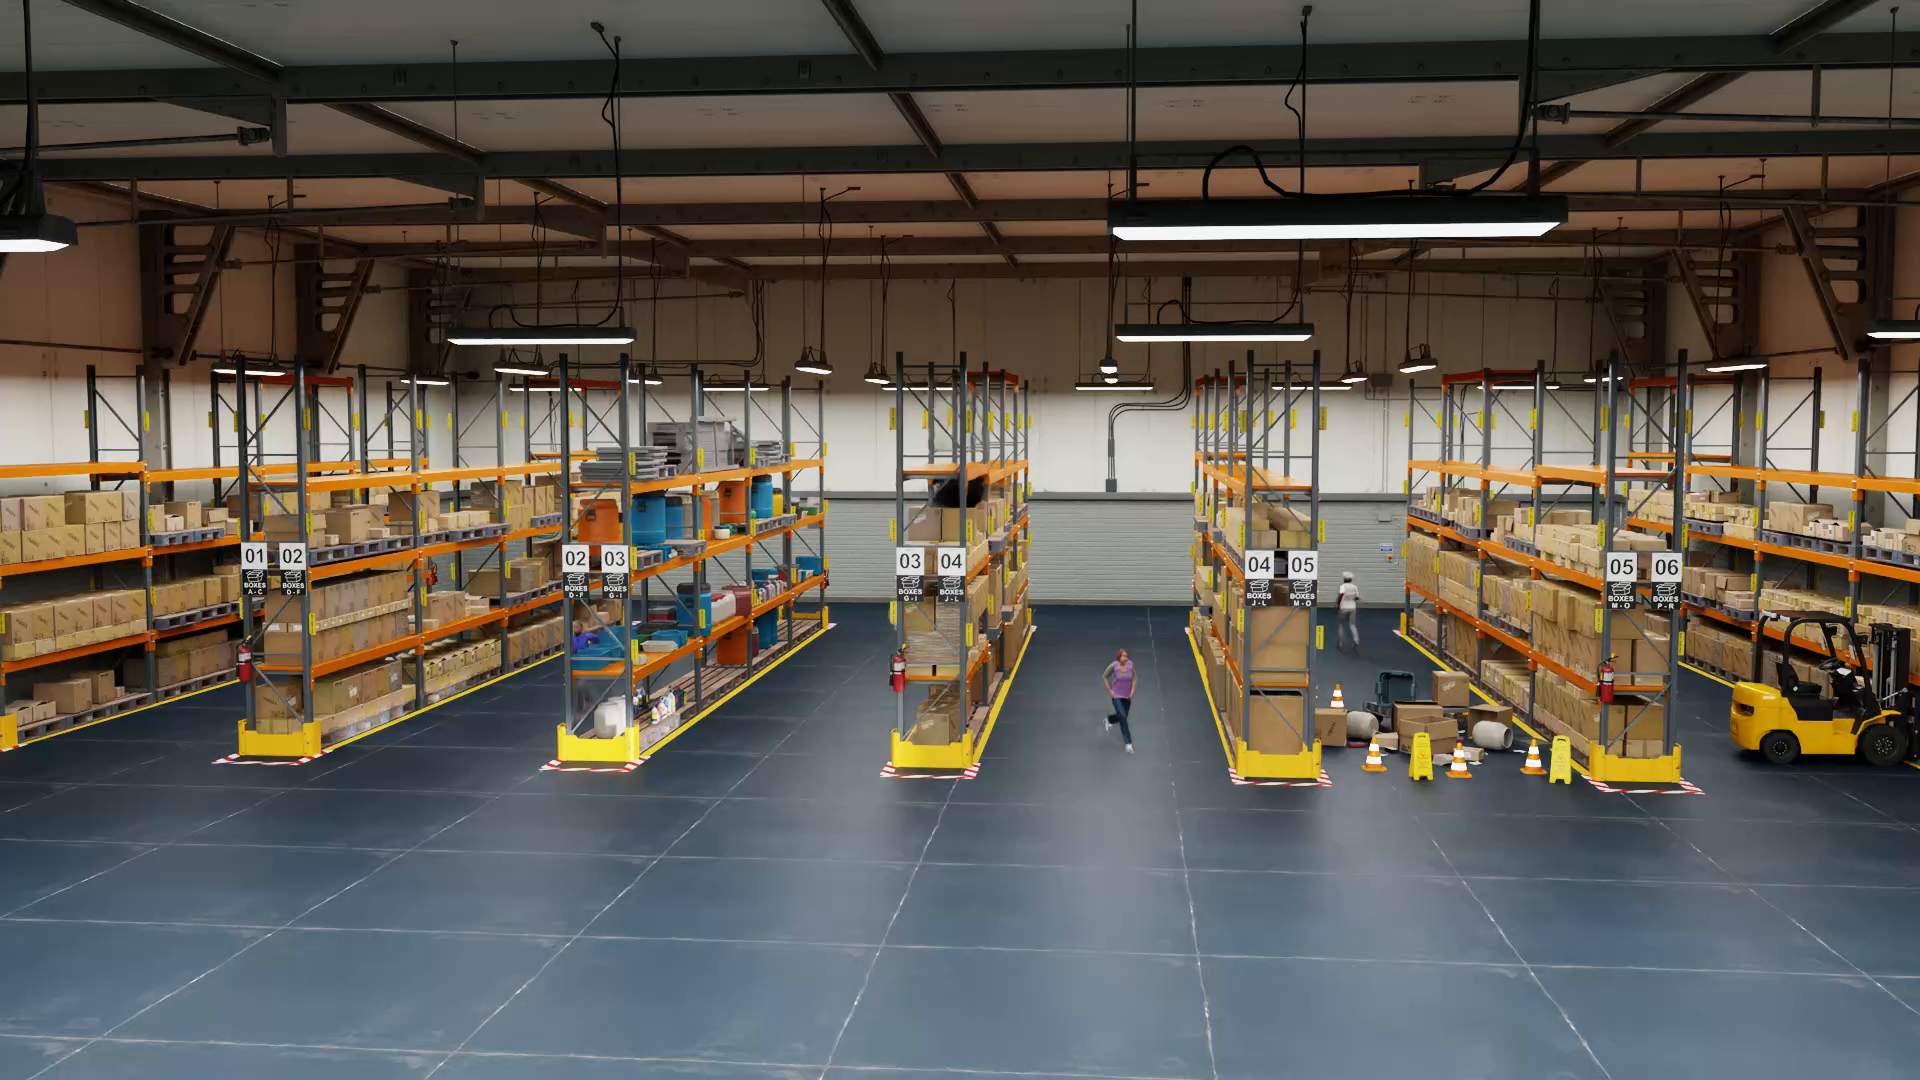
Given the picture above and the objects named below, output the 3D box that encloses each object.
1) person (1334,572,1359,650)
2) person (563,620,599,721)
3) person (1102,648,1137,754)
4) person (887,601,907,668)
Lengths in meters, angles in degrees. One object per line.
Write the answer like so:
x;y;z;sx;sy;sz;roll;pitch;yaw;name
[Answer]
8.460;1.567;36.272;0.586;1.734;0.855;-1;4;-11;person
-6.410;2.203;28.221;0.582;1.723;0.885;1;4;13;person
2.433;2.422;25.517;0.536;1.587;0.942;-1;4;-19;person
-1.081;1.784;32.279;0.657;1.776;0.968;0;4;1;person
